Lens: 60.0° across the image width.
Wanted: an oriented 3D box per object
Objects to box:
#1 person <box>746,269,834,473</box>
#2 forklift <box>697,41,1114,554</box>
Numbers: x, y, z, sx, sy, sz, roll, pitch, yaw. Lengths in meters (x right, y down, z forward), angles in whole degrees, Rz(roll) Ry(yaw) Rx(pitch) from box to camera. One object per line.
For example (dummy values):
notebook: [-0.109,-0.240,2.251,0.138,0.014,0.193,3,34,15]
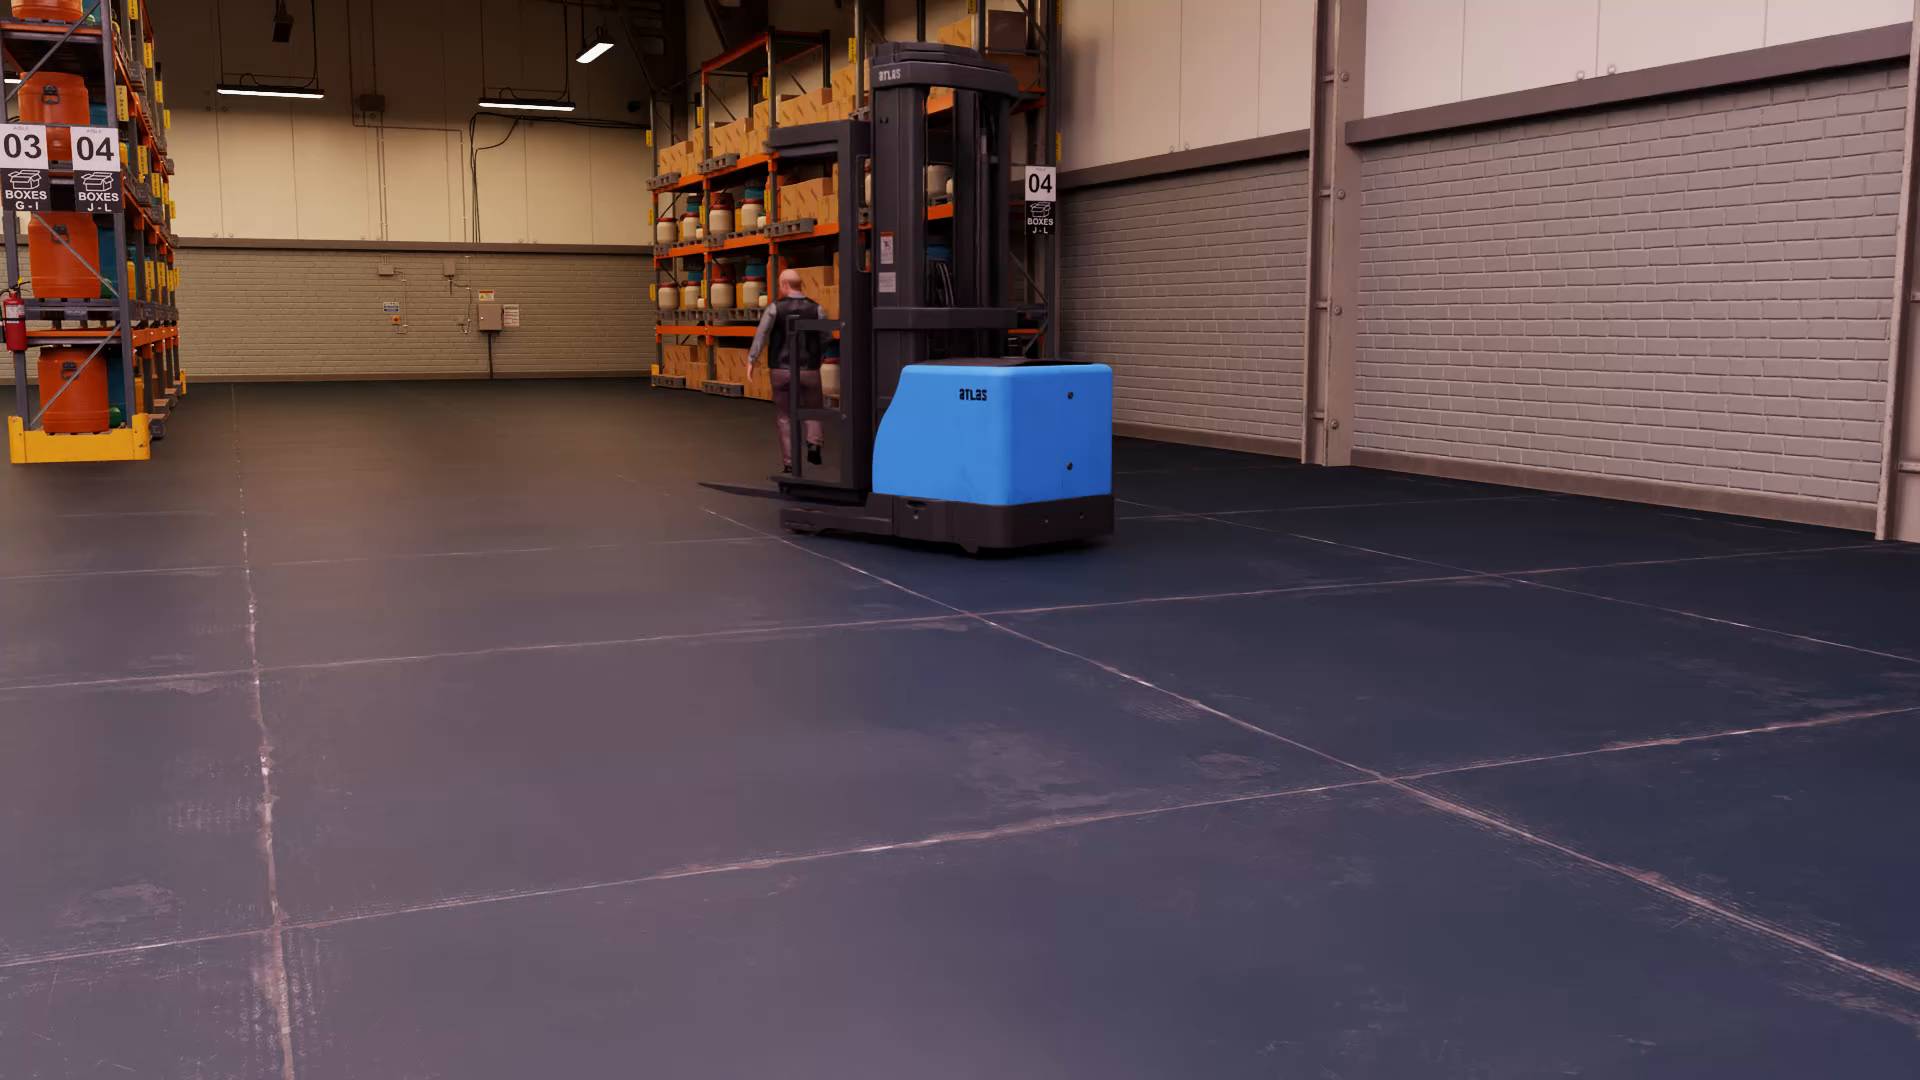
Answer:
person: [-1.421,-1.404,13.947,0.733,1.700,0.505,0,8,-3]
forklift: [-0.490,-1.515,10.435,3.031,2.935,1.130,7,10,44]
